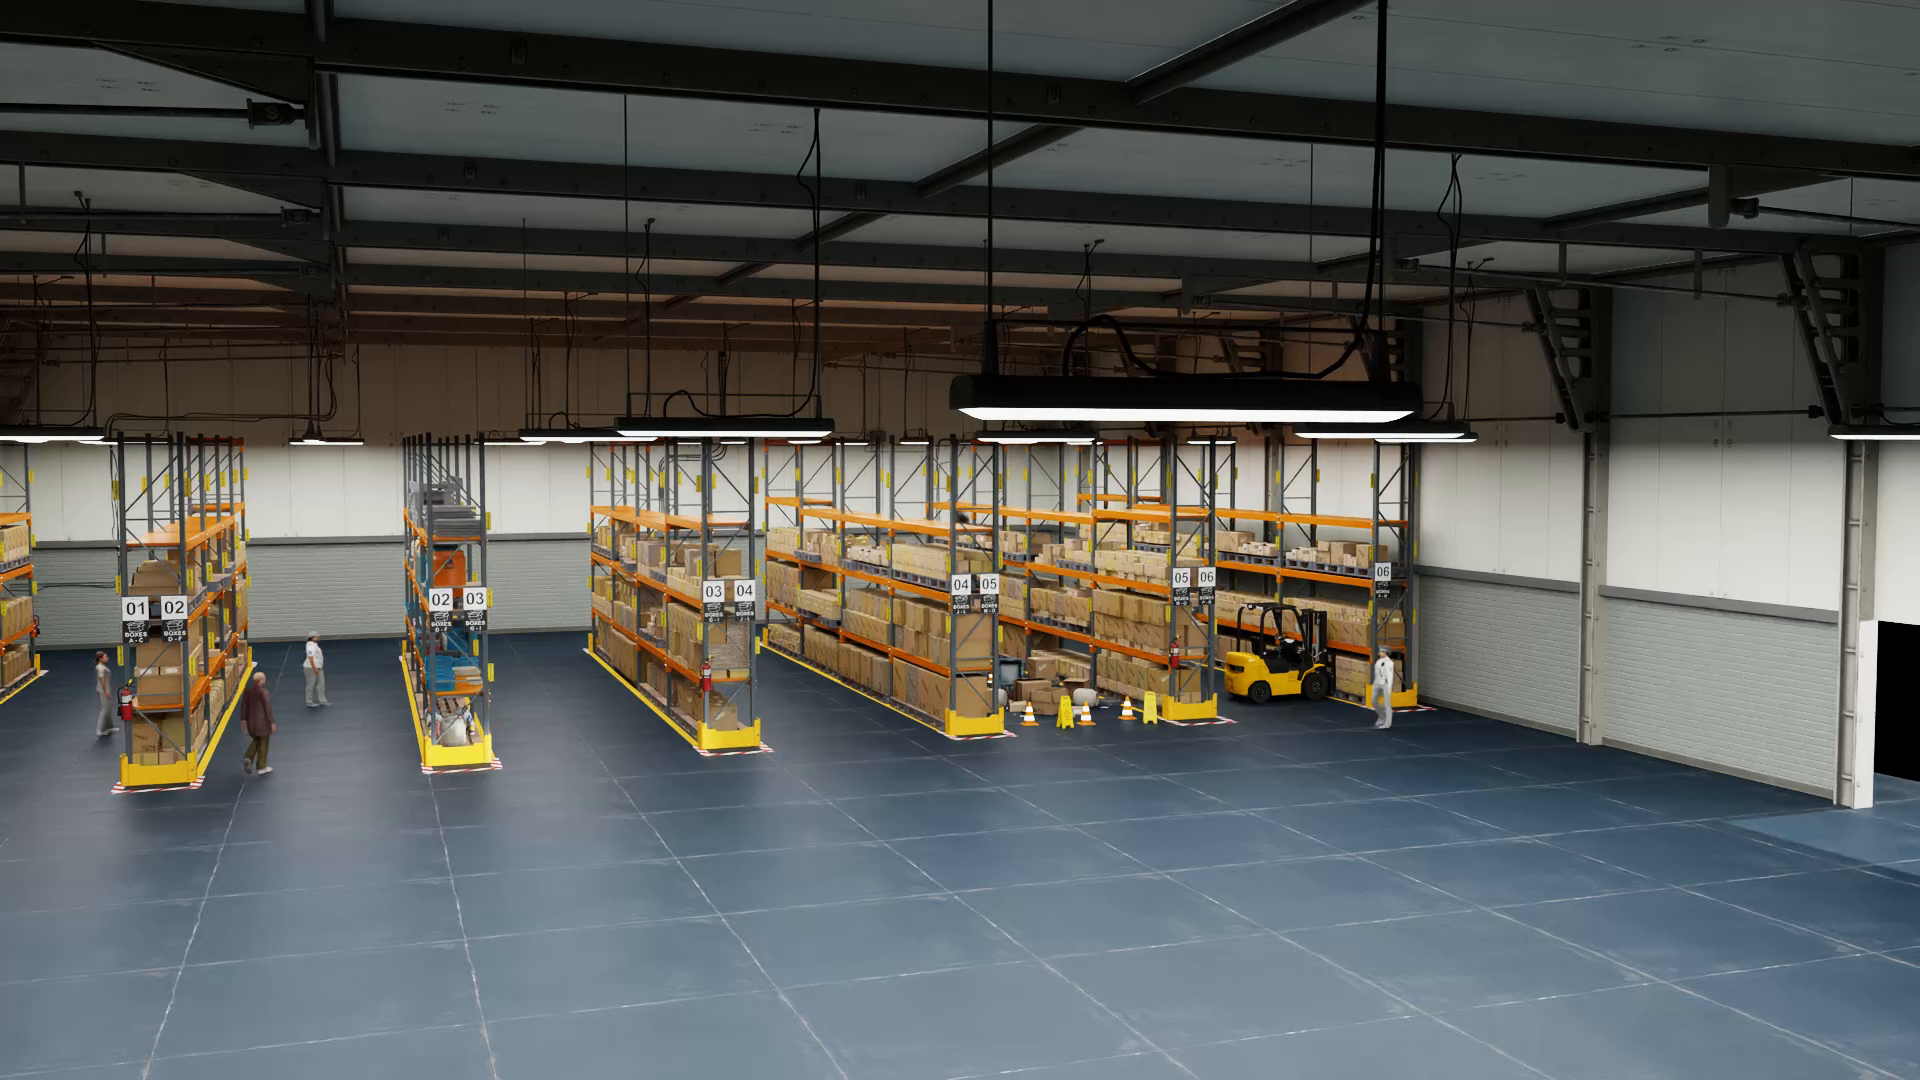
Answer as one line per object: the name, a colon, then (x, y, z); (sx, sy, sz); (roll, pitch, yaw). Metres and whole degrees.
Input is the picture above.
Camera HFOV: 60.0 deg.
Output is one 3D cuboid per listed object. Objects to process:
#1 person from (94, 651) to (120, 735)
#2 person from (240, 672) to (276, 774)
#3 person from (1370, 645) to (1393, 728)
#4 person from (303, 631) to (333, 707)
person: (-17.083, 3.052, 33.298); (0.454, 1.676, 0.545); (3, 4, 45)
person: (-12.325, 3.209, 29.160); (0.658, 1.785, 0.541); (1, 3, 12)
person: (8.664, 2.997, 34.045); (0.394, 1.685, 0.511); (-1, 3, -25)
person: (-14.275, 2.868, 36.888); (0.526, 1.683, 0.518); (0, 3, 6)
